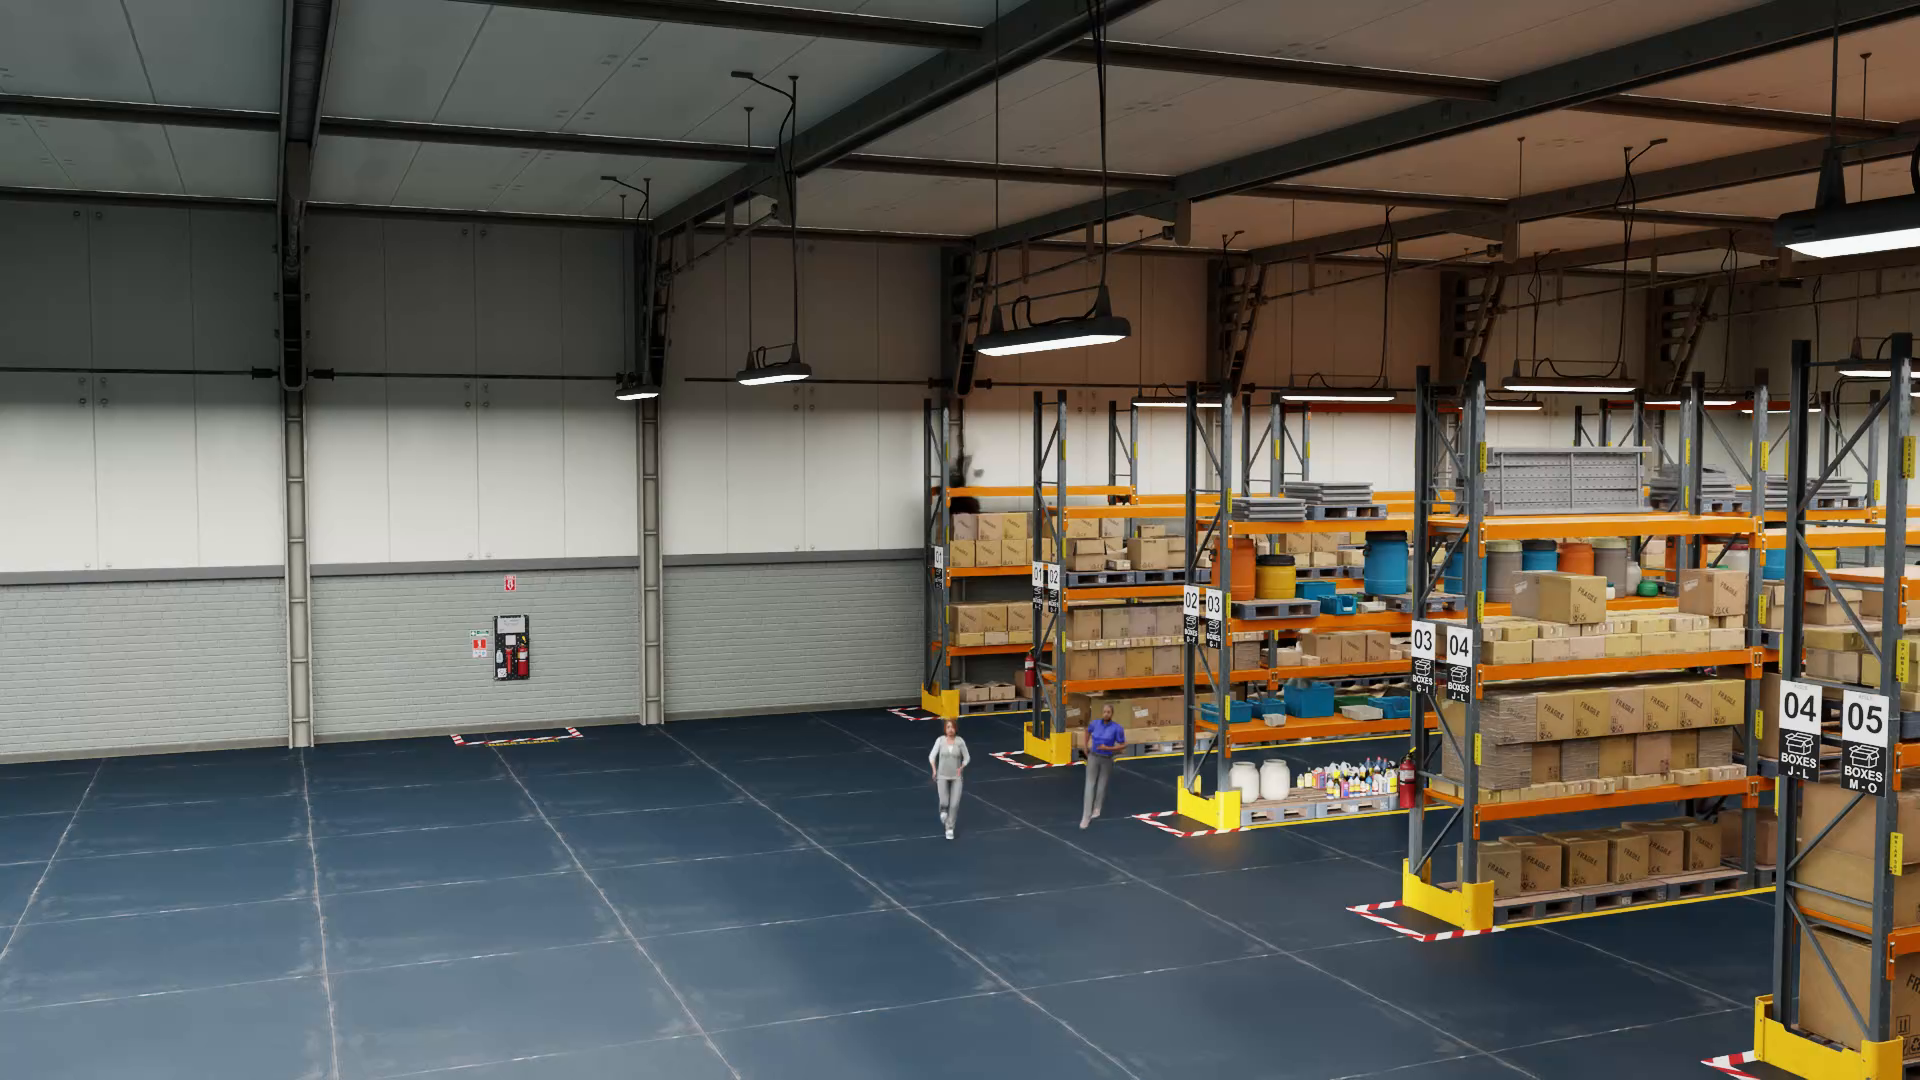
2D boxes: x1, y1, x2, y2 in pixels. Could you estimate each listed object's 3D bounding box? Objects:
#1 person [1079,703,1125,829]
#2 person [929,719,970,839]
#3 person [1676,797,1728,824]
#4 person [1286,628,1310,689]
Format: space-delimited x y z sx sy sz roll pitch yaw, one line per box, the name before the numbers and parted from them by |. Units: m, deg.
person | 1.951 3.040 22.501 0.595 1.699 0.772 1 3 12
person | -0.131 3.159 21.736 0.536 1.465 0.545 0 3 -3
person | 9.650 3.057 21.669 0.751 1.682 0.645 -2 4 -26
person | 6.336 2.477 31.013 0.575 1.720 0.706 -2 4 -25
